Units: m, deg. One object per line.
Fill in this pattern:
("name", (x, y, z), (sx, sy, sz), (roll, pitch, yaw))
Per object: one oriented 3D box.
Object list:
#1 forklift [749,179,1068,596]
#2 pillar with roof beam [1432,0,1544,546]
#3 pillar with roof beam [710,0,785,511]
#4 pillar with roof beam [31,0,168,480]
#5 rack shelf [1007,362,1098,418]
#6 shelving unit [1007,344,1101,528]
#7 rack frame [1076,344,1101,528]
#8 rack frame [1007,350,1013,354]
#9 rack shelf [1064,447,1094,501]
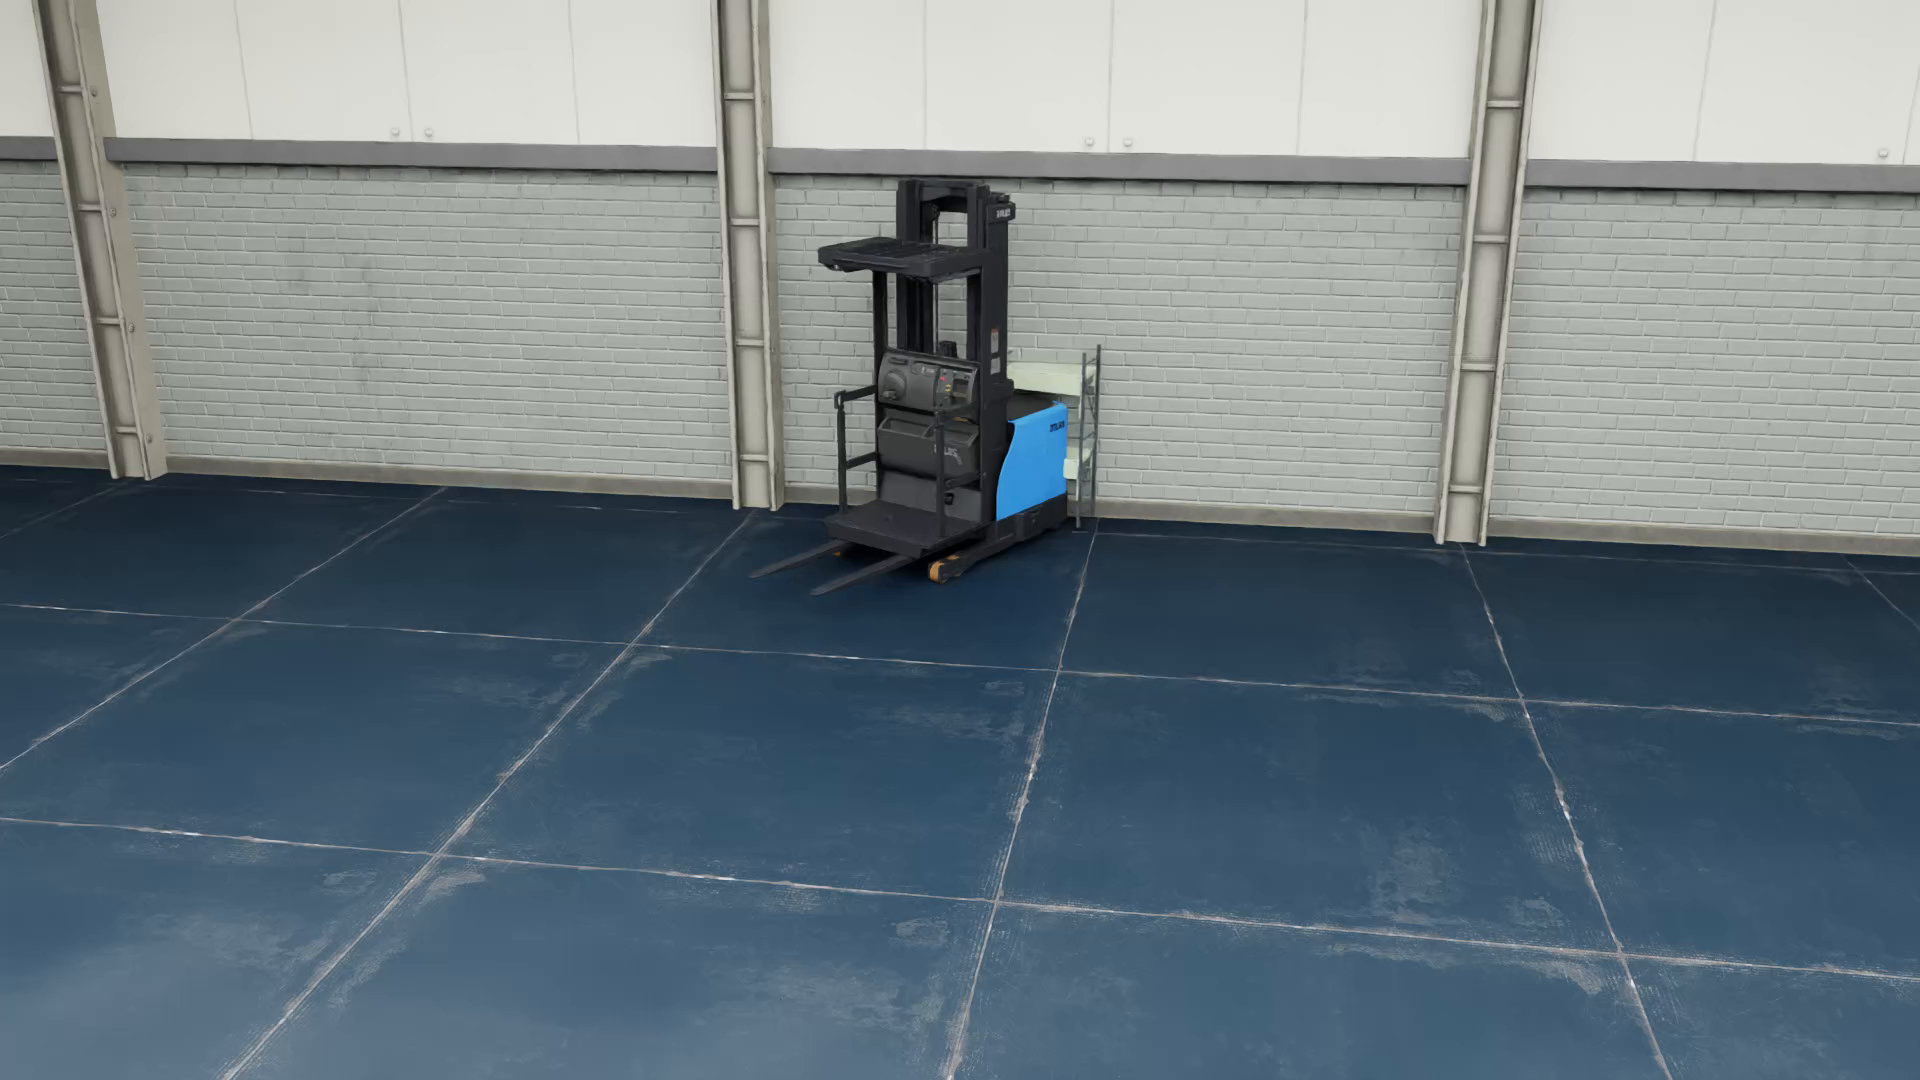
("forklift", (-0.381, -1.231, 12.863), (1.130, 2.935, 3.031), (14, 23, 35))
("pillar with roof beam", (3.464, -2.927, 8.368), (0.400, 9.000, 9.100), (3, 19, 9))
("pillar with roof beam", (-2.460, -3.229, 9.270), (0.400, 9.000, 9.100), (3, 19, 9))
("pillar with roof beam", (-8.384, -3.530, 10.173), (0.400, 9.000, 9.100), (3, 19, 9))
("rack shelf", (0.750, -1.290, 13.967), (0.720, 0.370, 0.431), (9, 21, 22))
("shelving unit", (0.745, -0.921, 14.094), (0.755, 1.500, 0.431), (9, 21, 22))
("rack frame", (1.080, -0.869, 13.955), (0.023, 1.500, 0.400), (9, 21, 22))
("rack frame", (0.410, -0.973, 14.233), (0.023, 1.500, 0.400), (9, 21, 22))
("rack shelf", (0.741, -0.613, 14.200), (0.720, 0.370, 0.431), (9, 21, 22))
